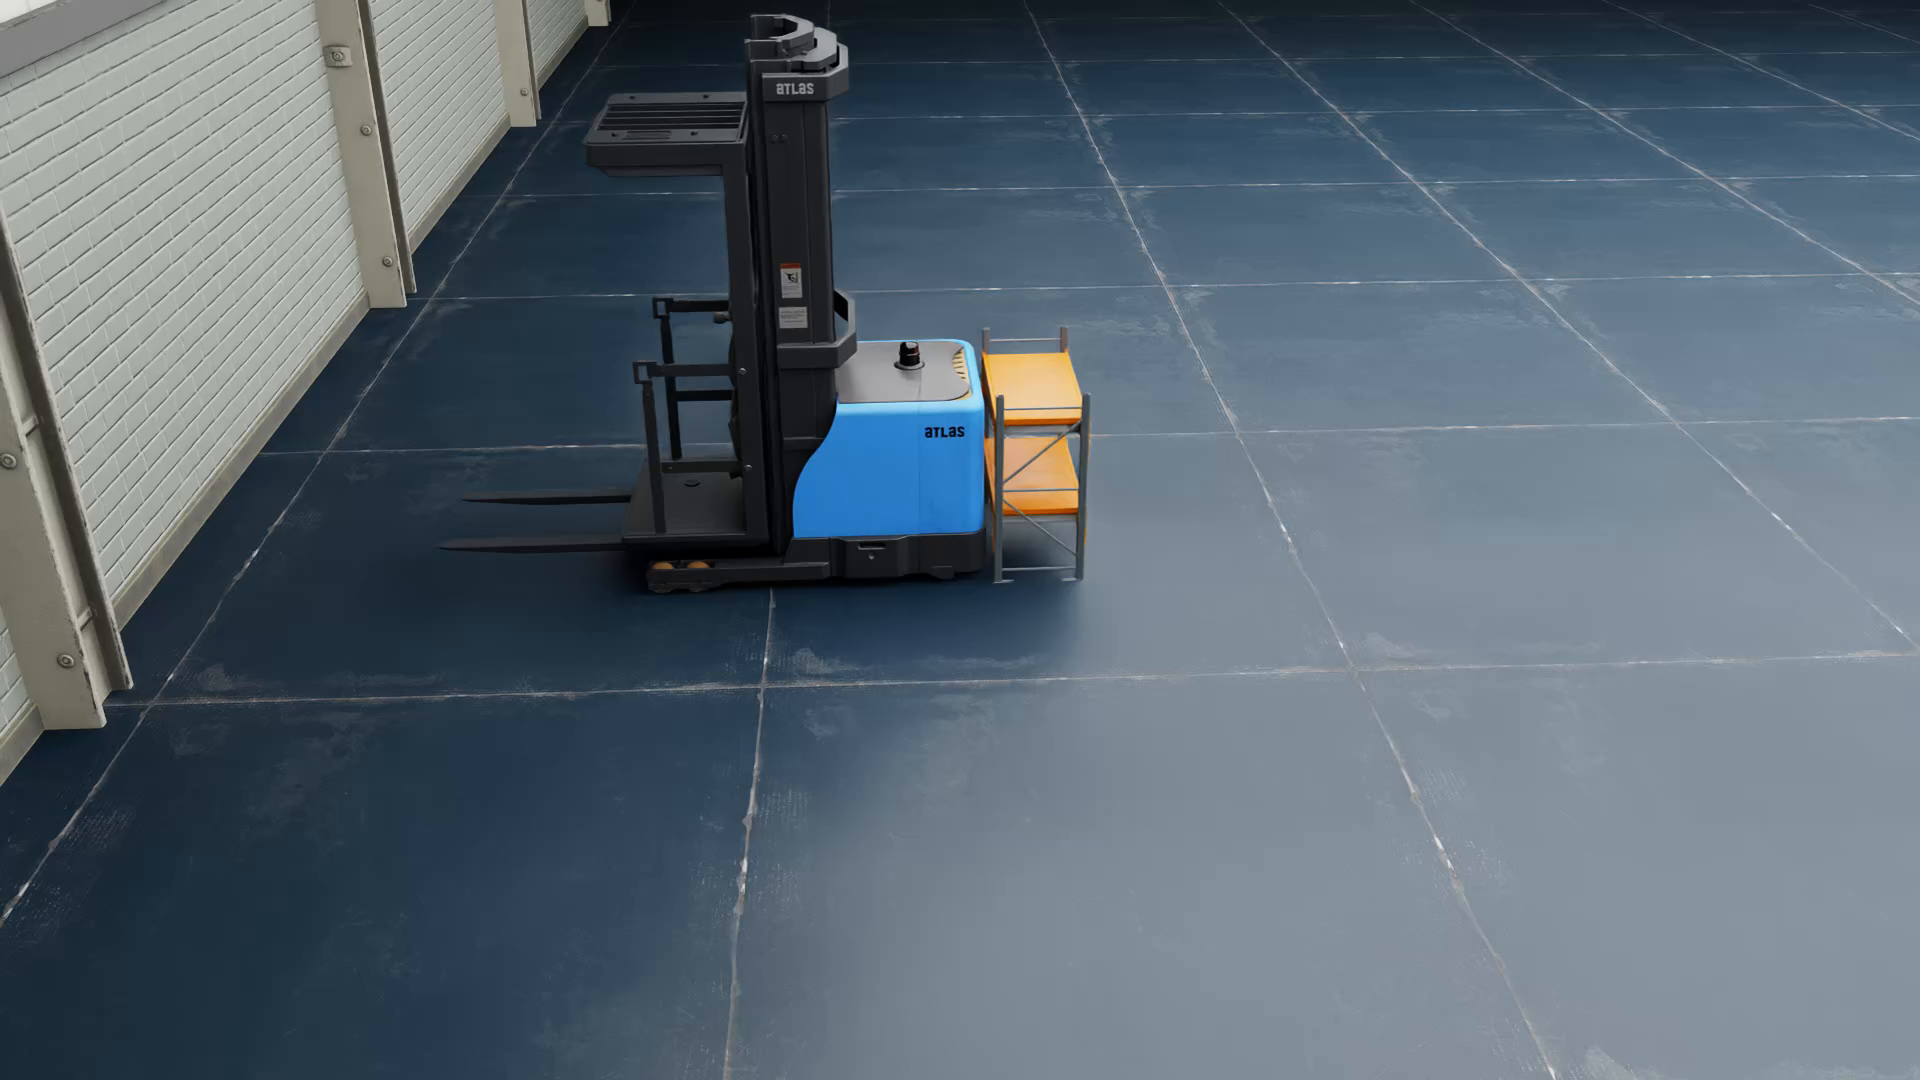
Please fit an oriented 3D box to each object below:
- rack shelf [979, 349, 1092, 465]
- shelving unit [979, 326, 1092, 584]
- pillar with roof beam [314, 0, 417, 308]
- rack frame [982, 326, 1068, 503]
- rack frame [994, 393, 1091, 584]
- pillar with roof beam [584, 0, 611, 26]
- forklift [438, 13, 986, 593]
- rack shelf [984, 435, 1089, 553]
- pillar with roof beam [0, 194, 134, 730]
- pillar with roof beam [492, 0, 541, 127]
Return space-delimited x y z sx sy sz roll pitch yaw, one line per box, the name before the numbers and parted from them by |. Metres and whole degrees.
rack shelf | 0.411 -0.764 9.365 0.538 0.278 1.000 -2 28 -3
shelving unit | 0.411 -0.504 9.500 0.538 1.125 1.048 -2 28 -3
pillar with roof beam | -0.312 -6.047 11.614 9.100 9.000 0.400 -1 28 -3
rack frame | 0.381 -0.739 9.950 0.500 1.125 0.032 -2 28 -3
rack frame | 0.440 -0.269 9.050 0.500 1.125 0.032 -2 28 -3
pillar with roof beam | -0.939 -11.589 22.239 9.100 9.000 0.400 -1 28 -3
forklift | -1.394 -1.259 8.994 3.031 2.935 1.130 -2 28 -3
rack shelf | 0.411 -0.287 9.613 0.538 0.278 1.000 -2 28 -3
pillar with roof beam | 0.001 -3.276 6.301 9.100 9.000 0.400 -1 28 -3
pillar with roof beam | -0.625 -8.818 16.926 9.100 9.000 0.400 -1 28 -3
